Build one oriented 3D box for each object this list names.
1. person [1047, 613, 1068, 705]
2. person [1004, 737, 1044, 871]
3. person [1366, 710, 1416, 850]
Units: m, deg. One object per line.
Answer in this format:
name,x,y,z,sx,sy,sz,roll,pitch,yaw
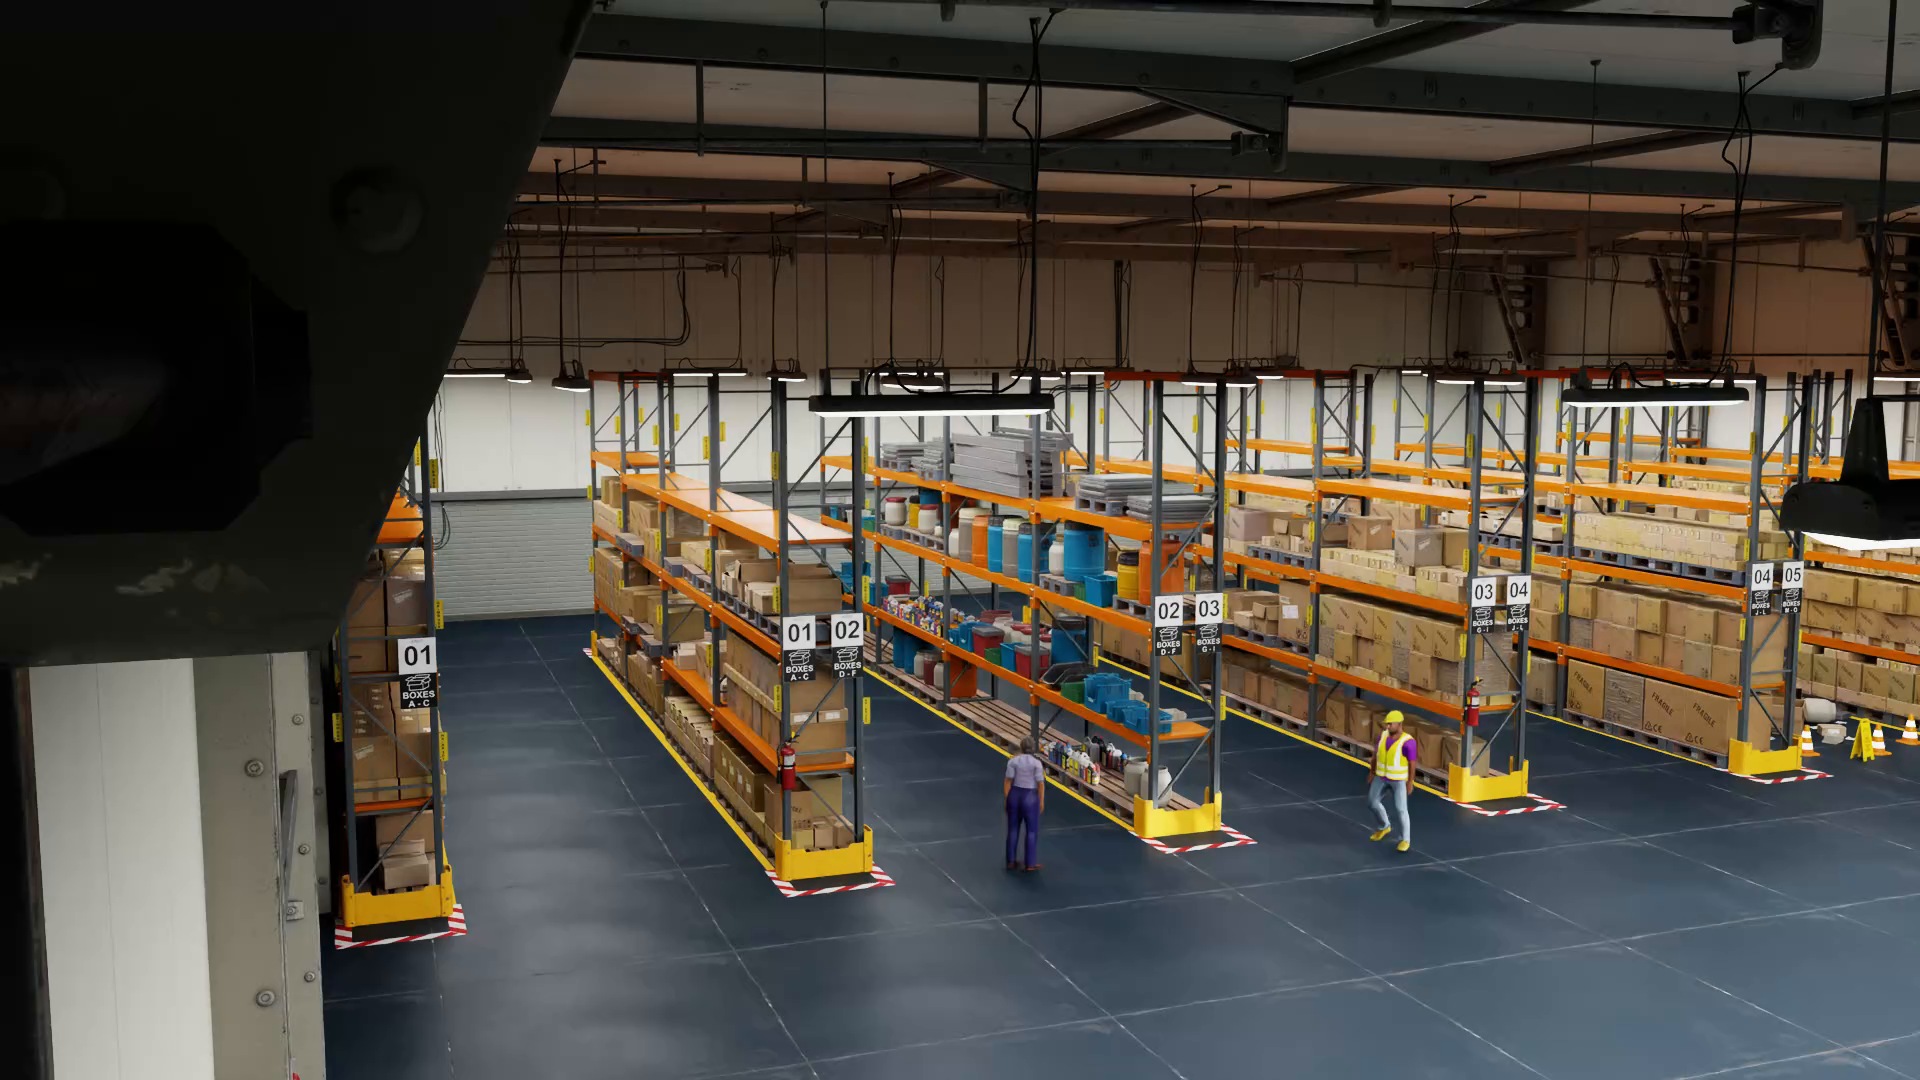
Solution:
person,1.790,2.146,30.023,0.466,1.717,0.510,2,7,21
person,0.799,3.242,20.482,0.511,1.656,0.383,4,7,29
person,5.549,3.058,21.356,0.420,1.775,0.607,-6,9,-43
